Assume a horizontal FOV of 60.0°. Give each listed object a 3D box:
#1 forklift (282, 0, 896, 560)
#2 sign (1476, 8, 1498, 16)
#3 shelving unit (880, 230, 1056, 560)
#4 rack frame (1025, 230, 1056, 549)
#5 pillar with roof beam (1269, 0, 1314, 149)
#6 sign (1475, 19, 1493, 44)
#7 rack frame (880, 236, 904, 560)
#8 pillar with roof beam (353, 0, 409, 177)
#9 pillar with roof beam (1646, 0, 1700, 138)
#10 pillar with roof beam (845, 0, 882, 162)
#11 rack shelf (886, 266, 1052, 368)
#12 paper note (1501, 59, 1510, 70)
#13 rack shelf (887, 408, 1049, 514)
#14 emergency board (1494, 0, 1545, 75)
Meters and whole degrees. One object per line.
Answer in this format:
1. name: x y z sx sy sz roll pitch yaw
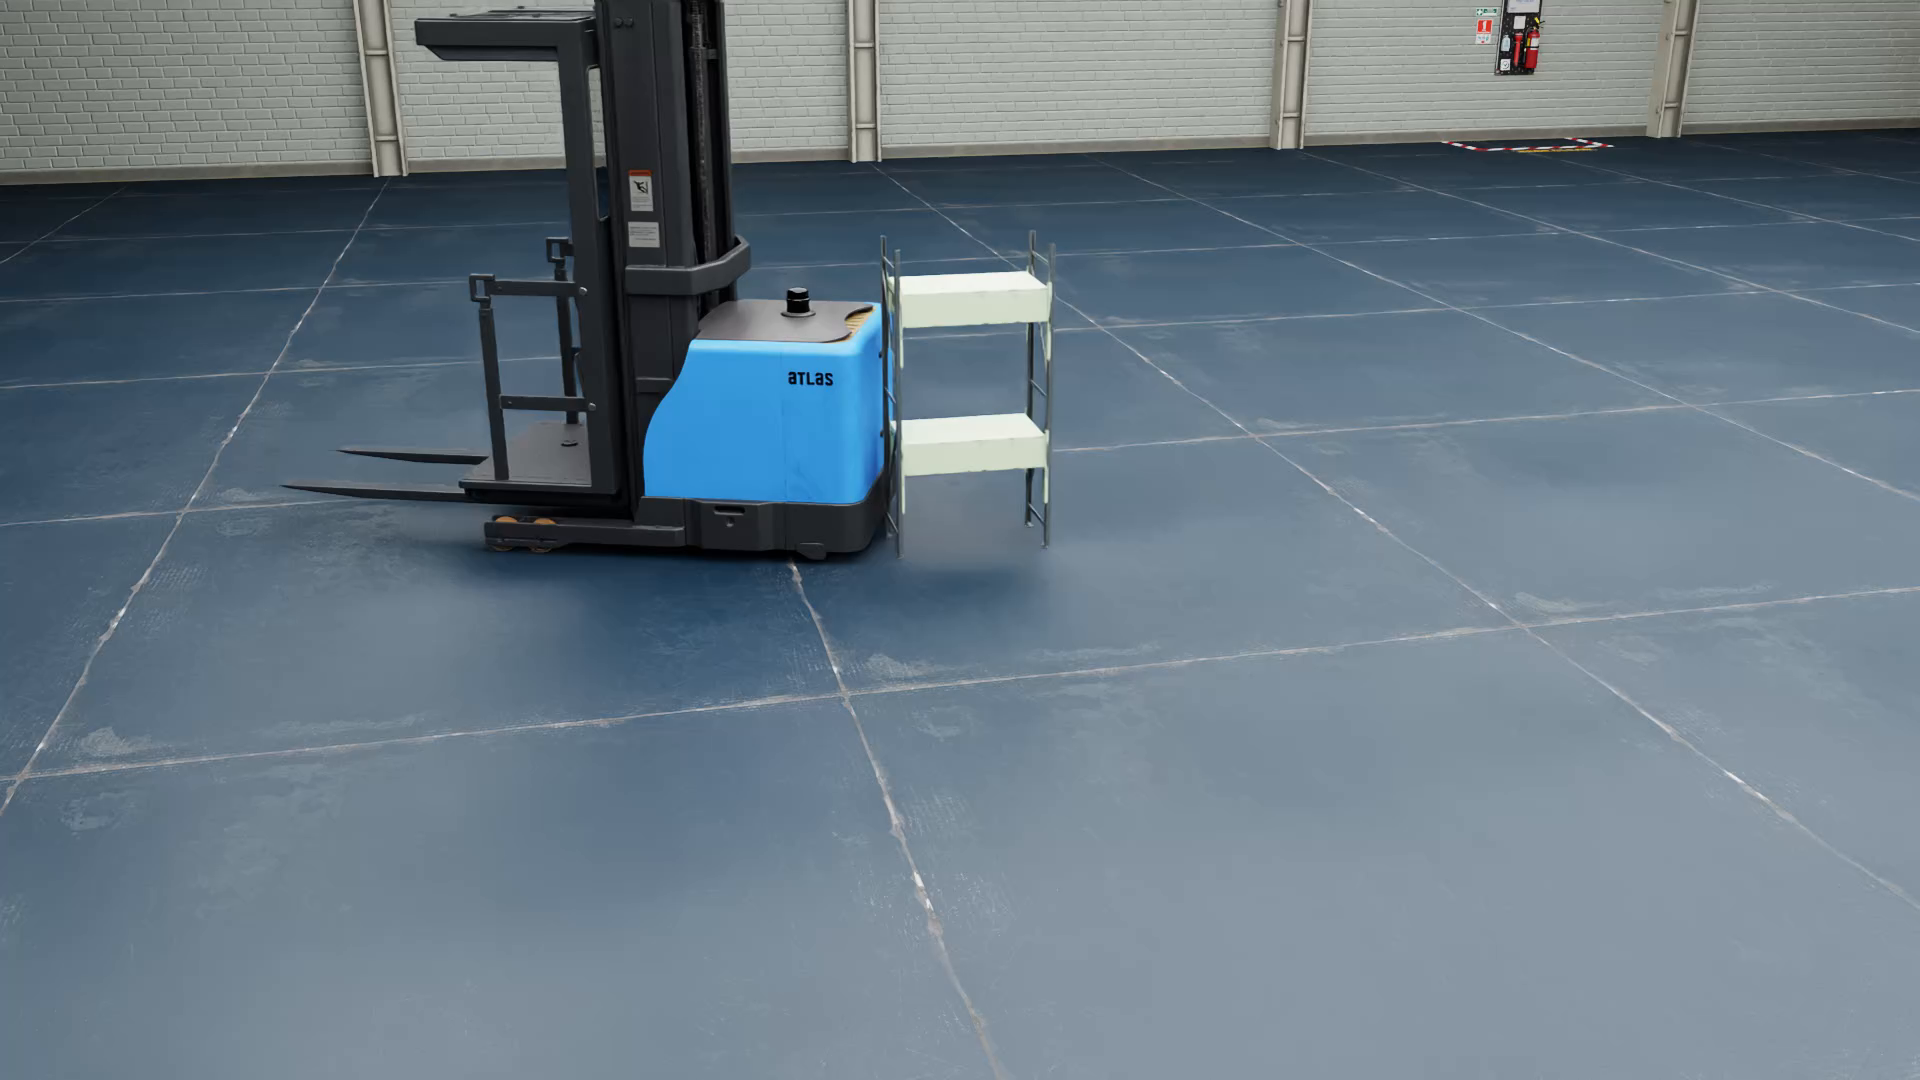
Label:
1. forklift: -1.894 -1.489 8.120 3.031 2.935 1.130 3 20 7
2. sign: 7.448 -7.466 23.512 0.331 0.109 0.001 -5 21 -12
3. shelving unit: 0.031 -0.700 8.046 0.755 1.500 0.431 -4 21 -12
4. rack frame: 0.389 -0.727 8.119 0.023 1.500 0.400 -4 21 -12
5. pillar with roof beam: 5.568 -8.296 17.879 0.400 9.000 9.100 -5 21 -12
6. sign: 7.441 -7.220 23.611 0.234 0.329 0.001 -5 21 -12
7. rack frame: -0.326 -0.673 7.972 0.023 1.500 0.400 -4 21 -12
8. pillar with roof beam: -6.110 -7.346 15.286 0.400 9.000 9.100 -5 21 -12
9. pillar with roof beam: 11.407 -8.771 19.175 0.400 9.000 9.100 -5 21 -12
10. pillar with roof beam: -0.271 -7.821 16.583 0.400 9.000 9.100 -5 21 -12
11. rack shelf: 0.031 -1.067 7.912 0.720 0.370 0.431 -4 21 -12
12. paper note: 7.815 -6.808 23.818 0.142 0.148 0.016 -5 21 -12
13. rack shelf: 0.031 -0.394 8.158 0.720 0.370 0.431 -4 21 -12
14. emergency board: 8.003 -7.212 23.642 0.643 1.169 0.194 -5 21 -12
